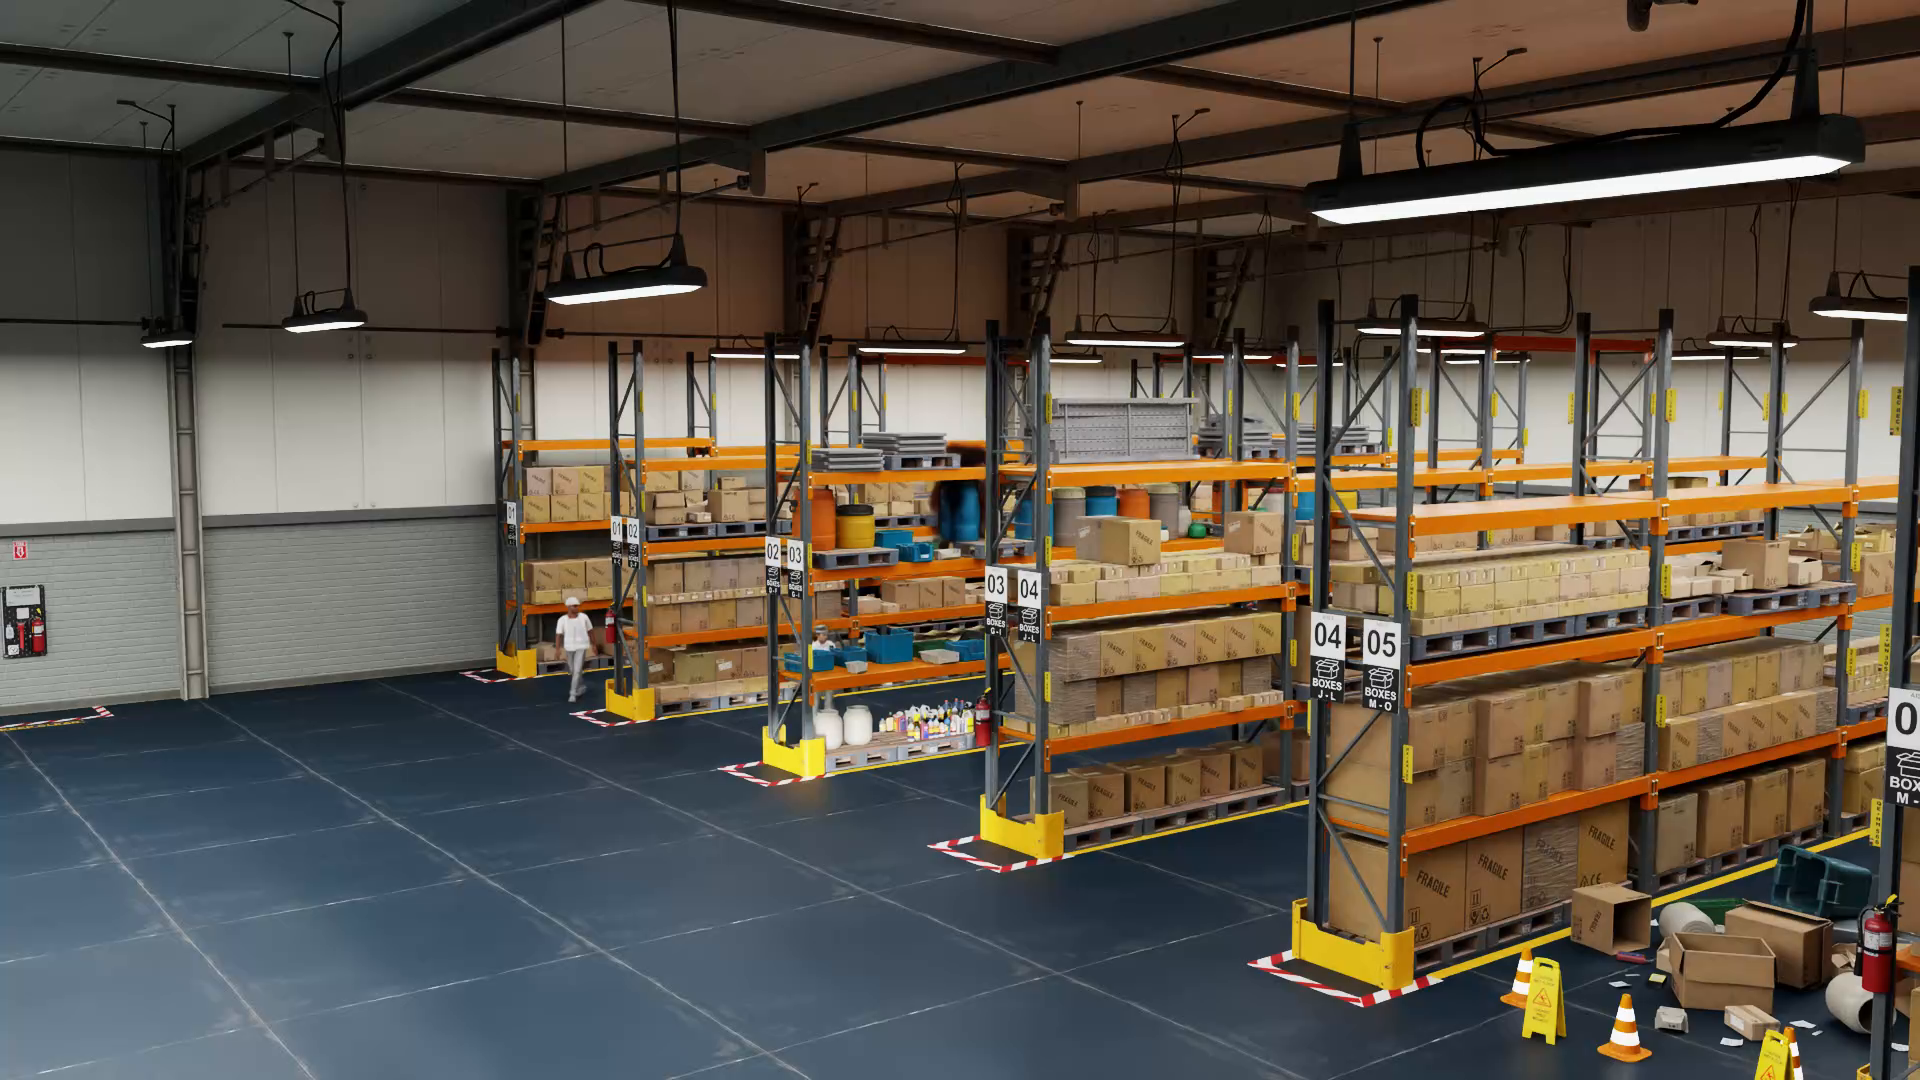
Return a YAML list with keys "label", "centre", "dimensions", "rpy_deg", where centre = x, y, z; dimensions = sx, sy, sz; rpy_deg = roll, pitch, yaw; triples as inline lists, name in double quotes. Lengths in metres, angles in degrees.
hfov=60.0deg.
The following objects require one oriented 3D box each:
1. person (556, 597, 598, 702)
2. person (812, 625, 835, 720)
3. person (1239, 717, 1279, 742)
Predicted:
- label: "person"
  centre: [-6.481, 1.837, 28.053]
  dimensions: [0.649, 1.730, 0.868]
  rpy_deg: [0, 5, 4]
- label: "person"
  centre: [-2.080, 2.113, 25.188]
  dimensions: [0.516, 1.688, 0.359]
  rpy_deg: [-2, 5, -22]
- label: "person"
  centre: [4.296, 2.209, 23.934]
  dimensions: [0.992, 1.752, 0.550]
  rpy_deg: [-4, 6, -37]
